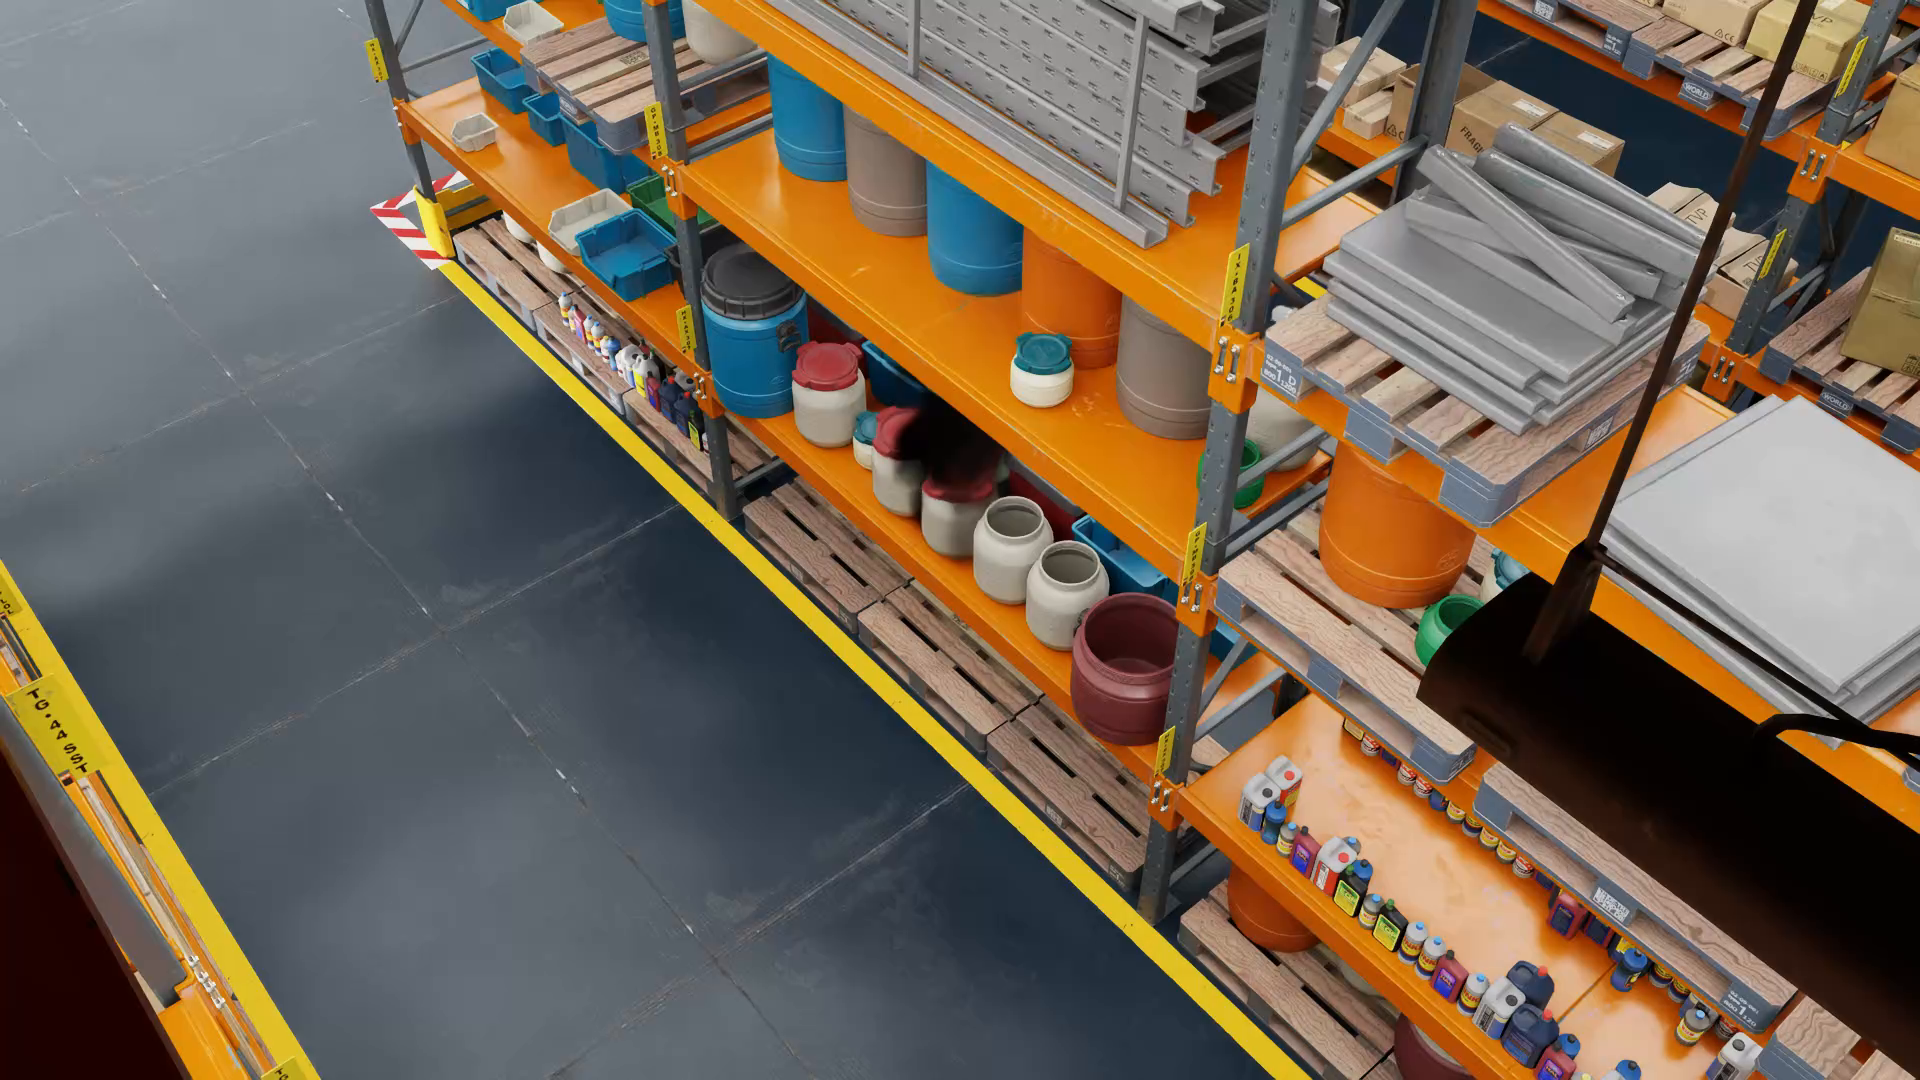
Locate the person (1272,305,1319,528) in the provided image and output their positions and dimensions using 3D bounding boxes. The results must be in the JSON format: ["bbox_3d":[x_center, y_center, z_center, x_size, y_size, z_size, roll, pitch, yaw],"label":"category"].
[{"bbox_3d":[1.935,-0.730,10.133,0.838,1.724,0.612,36,56,29],"label":"person"}]
